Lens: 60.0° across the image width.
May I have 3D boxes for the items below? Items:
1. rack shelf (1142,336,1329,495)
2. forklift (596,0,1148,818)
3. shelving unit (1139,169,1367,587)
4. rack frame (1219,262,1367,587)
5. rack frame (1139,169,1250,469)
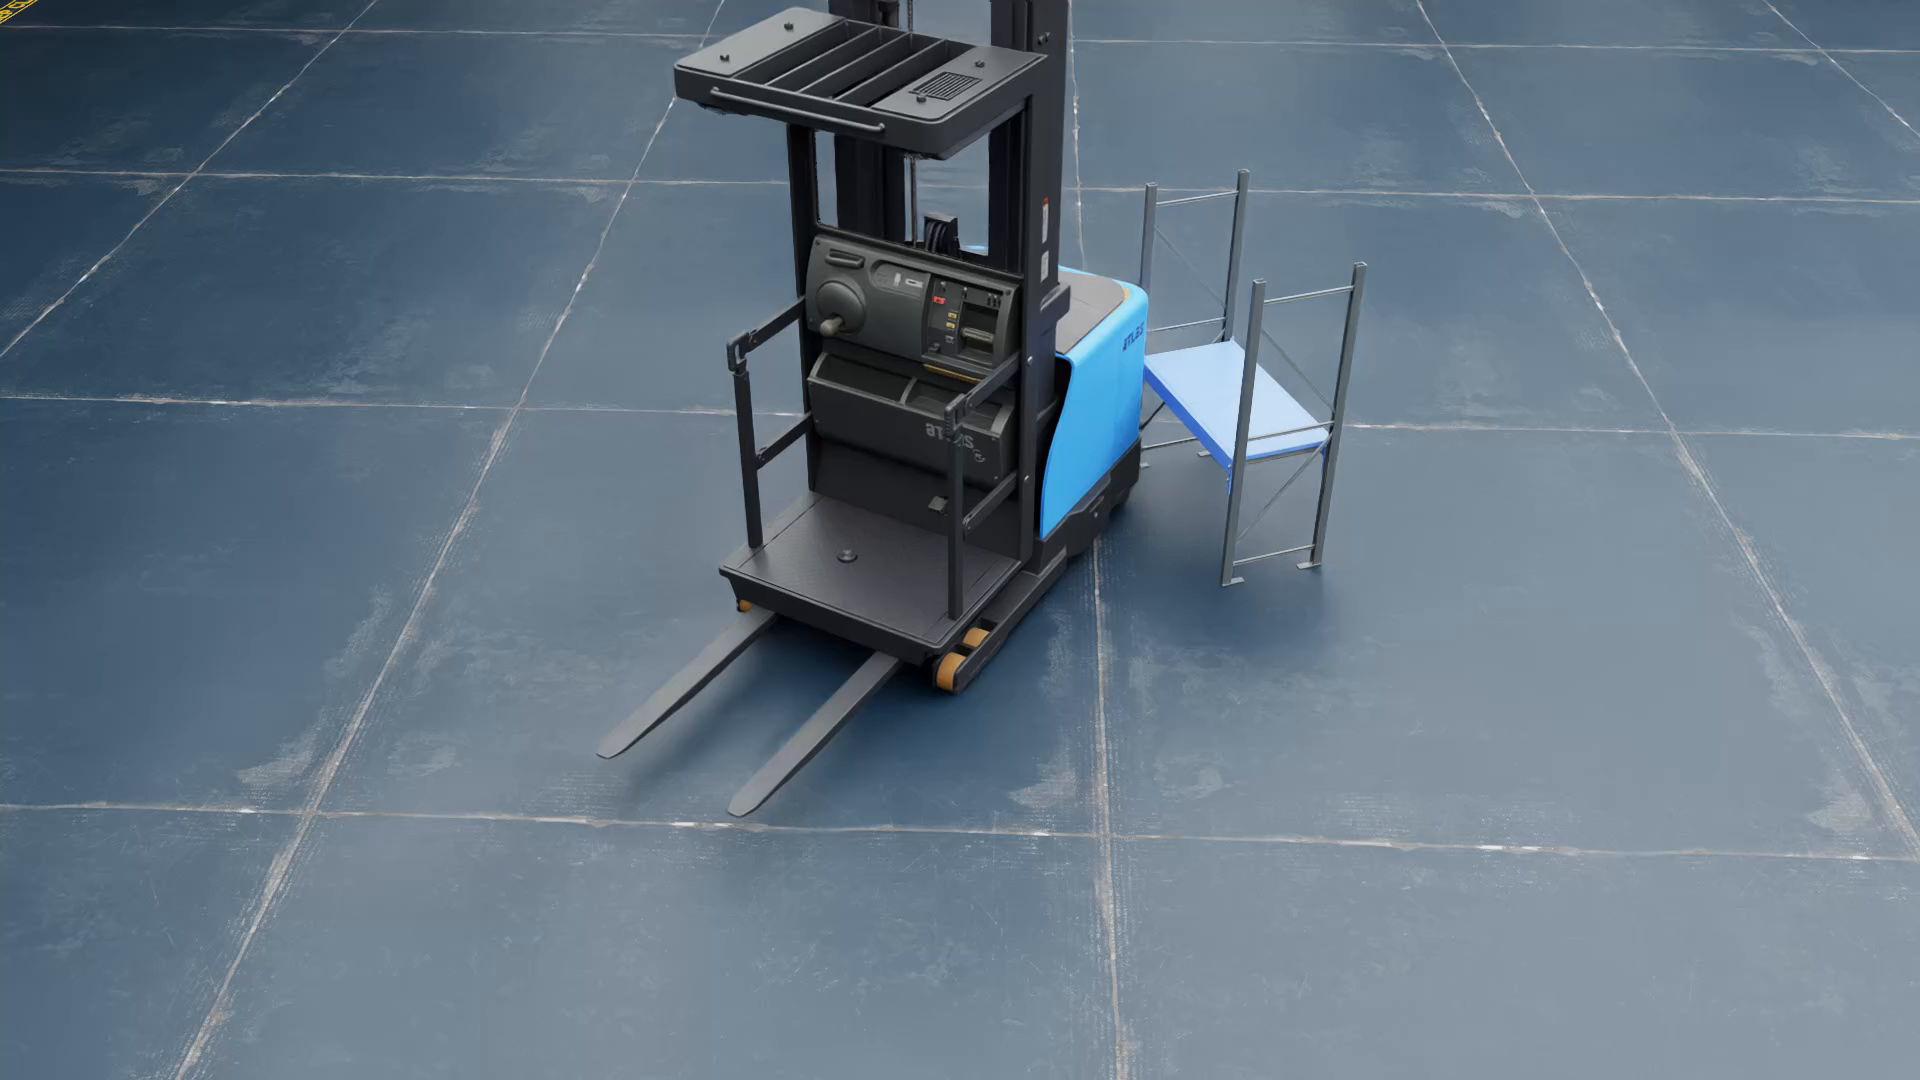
[{"bbox_3d":[1.237,-0.588,7.595,0.538,0.185,1.000,-11,37,-16],"label":"rack shelf"},{"bbox_3d":[-0.312,-0.872,6.442,1.130,2.935,3.031,19,39,24],"label":"forklift"},{"bbox_3d":[1.237,-0.735,7.492,0.538,1.500,1.048,-11,37,-16],"label":"shelving unit"},{"bbox_3d":[1.406,-0.460,7.100,0.500,1.500,0.032,-11,37,-16],"label":"rack frame"},{"bbox_3d":[1.068,-1.011,7.884,0.500,1.500,0.032,-11,37,-16],"label":"rack frame"}]
